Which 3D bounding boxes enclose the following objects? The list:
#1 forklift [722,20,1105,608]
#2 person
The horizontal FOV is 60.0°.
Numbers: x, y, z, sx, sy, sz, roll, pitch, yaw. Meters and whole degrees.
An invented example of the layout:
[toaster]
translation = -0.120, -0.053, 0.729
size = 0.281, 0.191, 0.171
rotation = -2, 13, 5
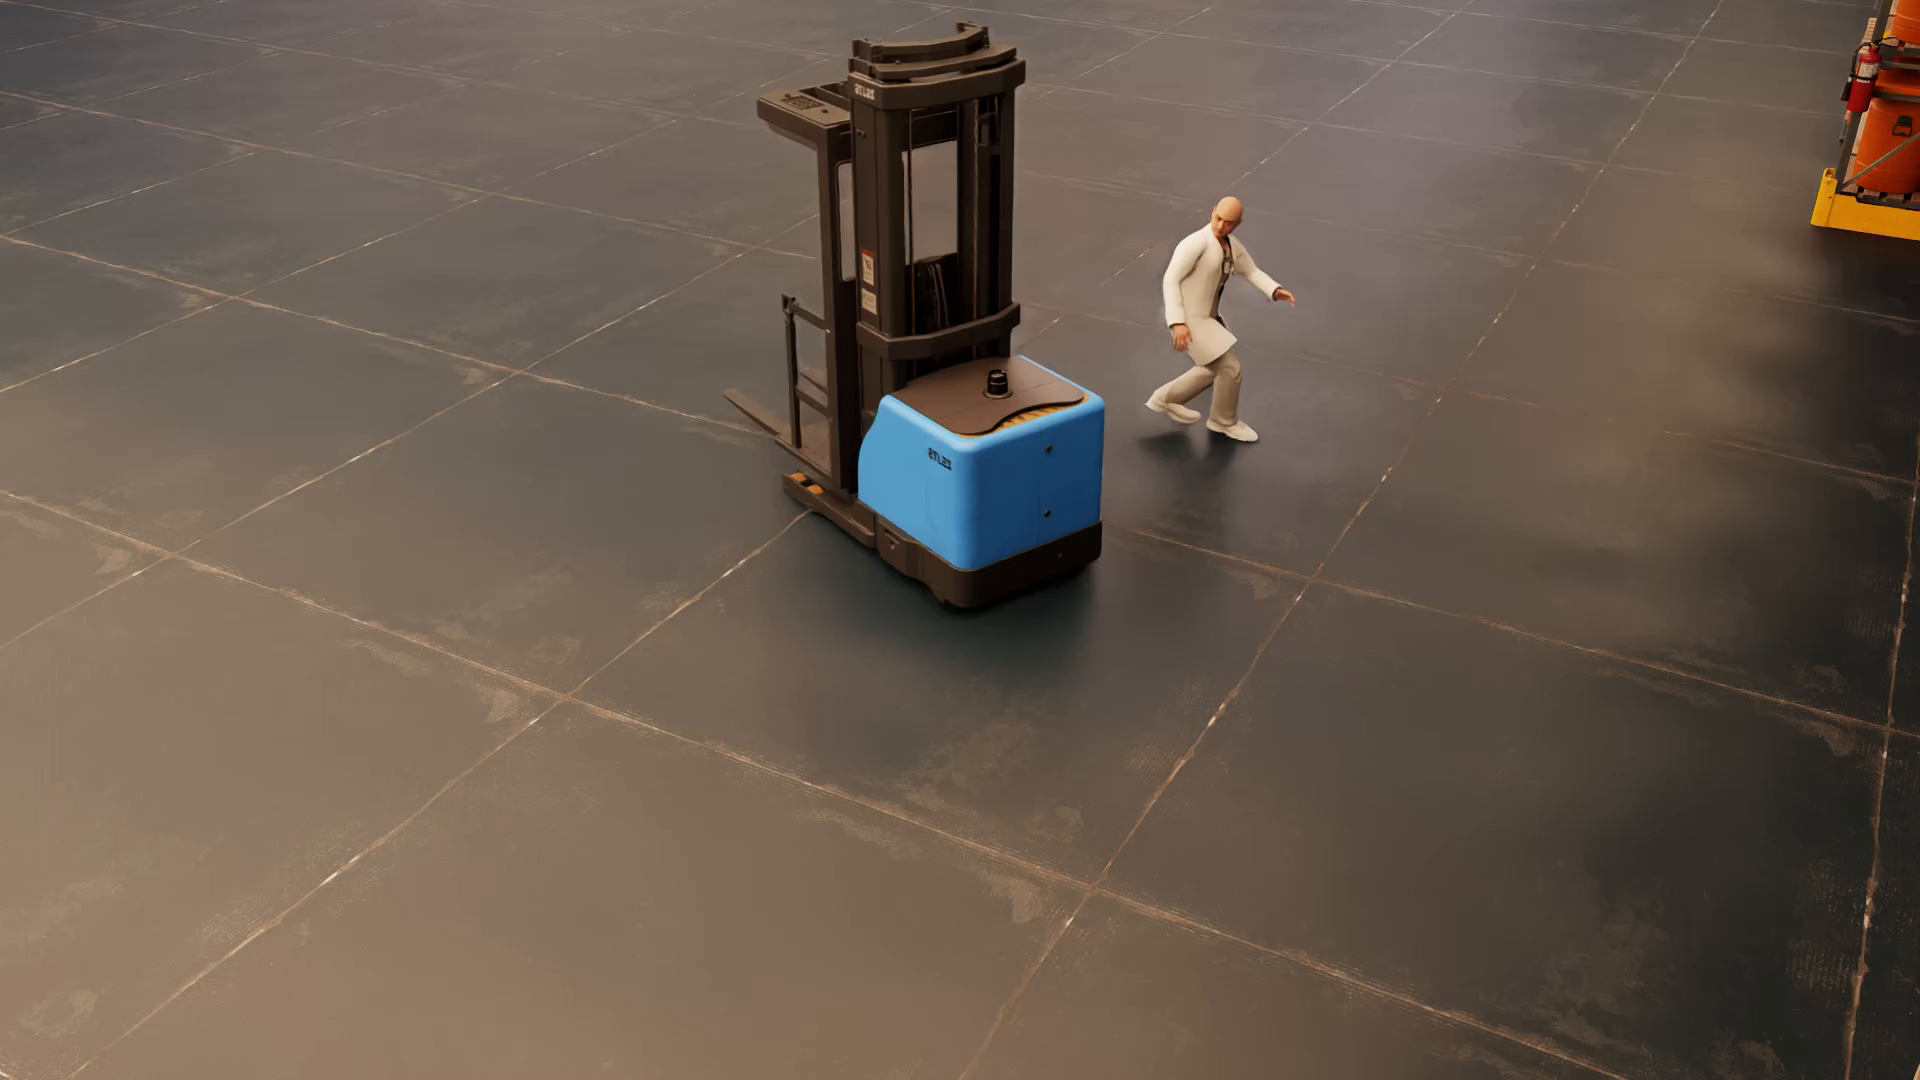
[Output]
[forklift]
translation = -0.454, -1.574, 9.798
size = 1.130, 2.935, 3.031
rotation = -20, 36, -31
[person]
translation = 1.666, -1.391, 10.786
size = 0.911, 1.647, 0.926
rotation = 14, 33, 22
